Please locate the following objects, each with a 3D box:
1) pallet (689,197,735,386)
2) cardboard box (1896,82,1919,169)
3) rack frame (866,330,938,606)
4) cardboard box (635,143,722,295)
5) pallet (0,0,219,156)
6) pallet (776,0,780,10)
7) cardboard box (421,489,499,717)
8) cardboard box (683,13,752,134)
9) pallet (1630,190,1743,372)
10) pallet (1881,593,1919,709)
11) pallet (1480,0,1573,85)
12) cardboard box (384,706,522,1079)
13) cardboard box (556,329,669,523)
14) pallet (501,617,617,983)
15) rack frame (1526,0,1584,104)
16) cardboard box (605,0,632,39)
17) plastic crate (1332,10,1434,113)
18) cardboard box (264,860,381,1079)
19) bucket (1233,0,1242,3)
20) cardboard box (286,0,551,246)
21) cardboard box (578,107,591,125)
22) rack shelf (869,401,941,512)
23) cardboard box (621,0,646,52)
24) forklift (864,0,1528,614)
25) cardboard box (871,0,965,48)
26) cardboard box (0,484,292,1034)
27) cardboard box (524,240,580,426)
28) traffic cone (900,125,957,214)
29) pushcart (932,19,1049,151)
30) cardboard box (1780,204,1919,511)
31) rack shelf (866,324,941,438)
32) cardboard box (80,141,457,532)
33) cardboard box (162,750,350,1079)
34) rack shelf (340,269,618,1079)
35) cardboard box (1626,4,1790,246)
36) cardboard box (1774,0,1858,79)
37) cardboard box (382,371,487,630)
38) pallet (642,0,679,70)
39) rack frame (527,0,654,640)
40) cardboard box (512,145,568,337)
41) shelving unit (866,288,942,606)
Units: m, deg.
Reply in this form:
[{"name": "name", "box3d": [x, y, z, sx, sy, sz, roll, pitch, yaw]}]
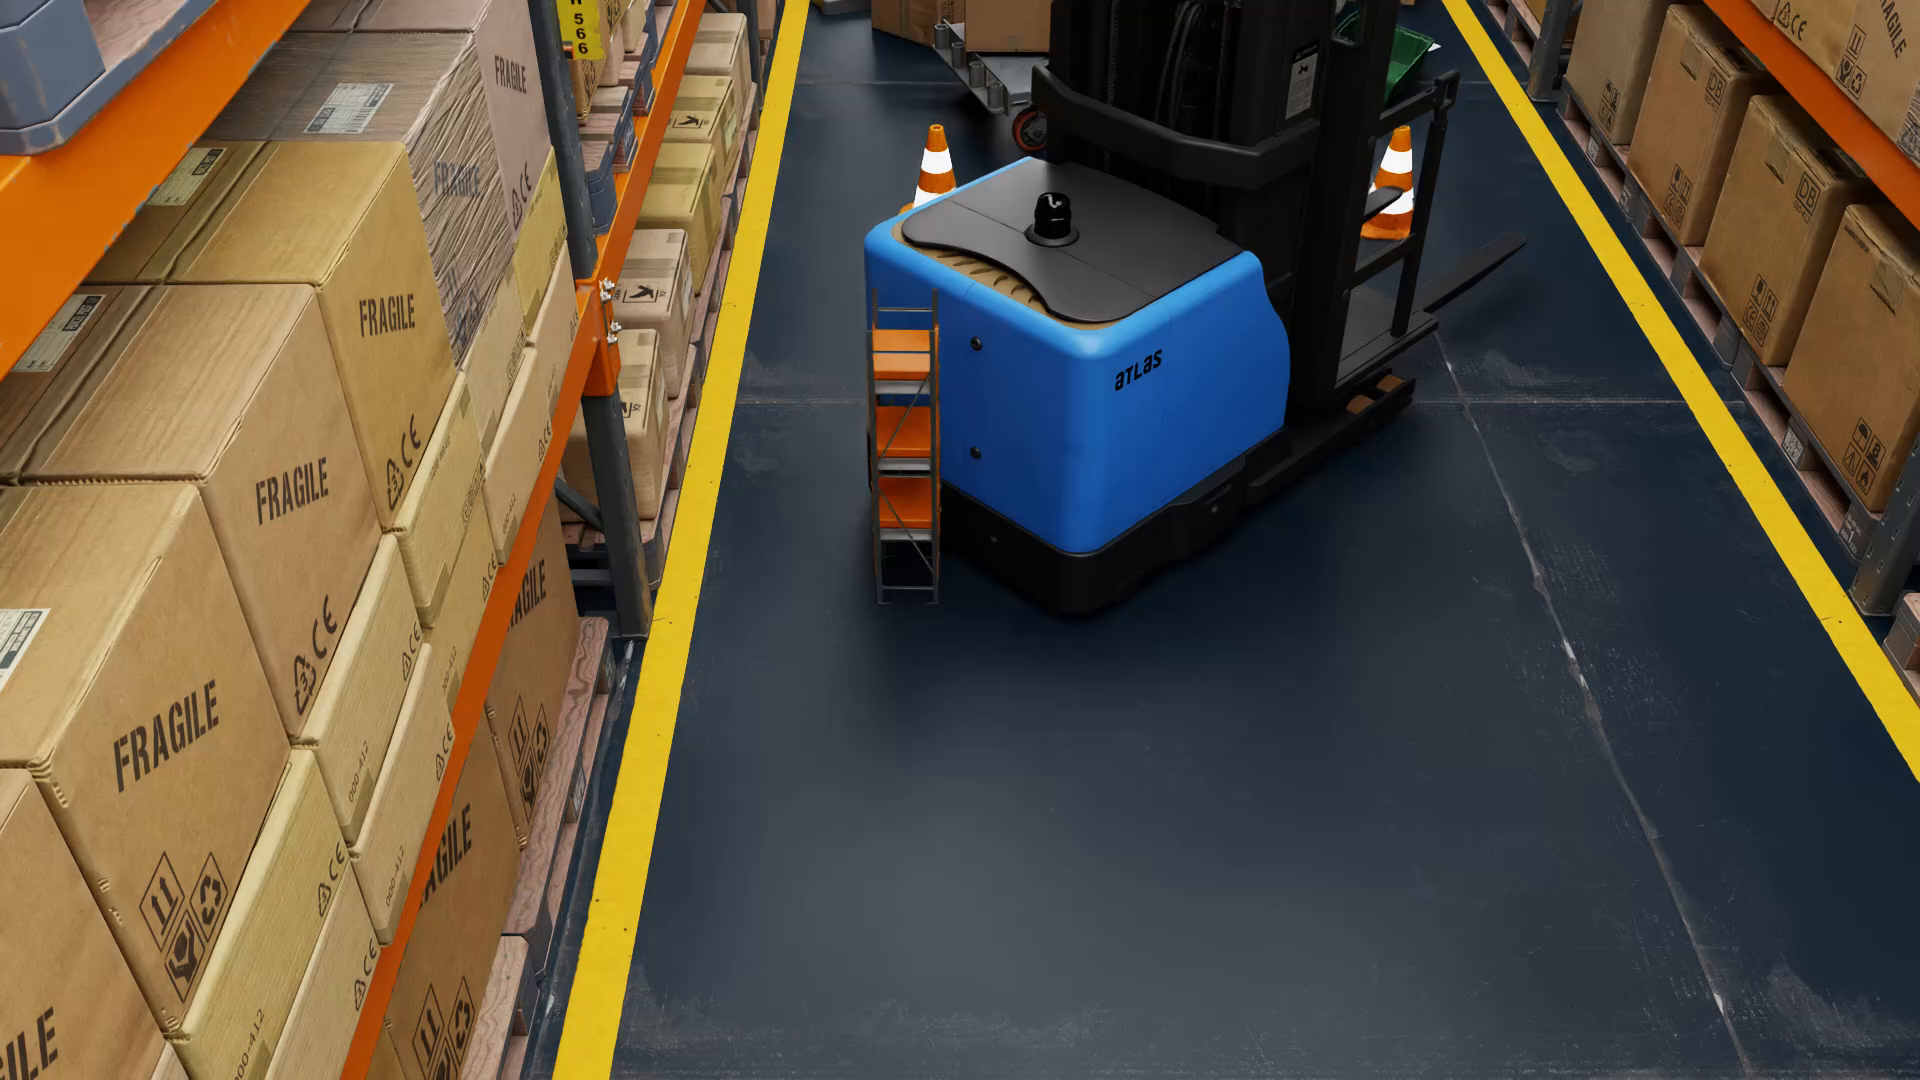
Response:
[{"name": "pallet", "box3d": [-1.500, -1.049, 6.890, 1.003, 0.211, 1.213, 0, 39, 0]}, {"name": "cardboard box", "box3d": [3.178, -1.274, 4.862, 0.500, 0.500, 0.500, 0, 39, 0]}, {"name": "rack frame", "box3d": [-0.172, -0.197, 5.156, 0.200, 1.050, 0.008, 1, 39, 1]}, {"name": "cardboard box", "box3d": [-1.497, -1.315, 6.757, 0.950, 0.372, 0.625, 1, 39, 1]}, {"name": "pallet", "box3d": [-1.444, -0.882, 2.204, 1.003, 0.211, 1.213, 2, 39, 2]}, {"name": "pallet", "box3d": [-1.547, -3.485, 9.930, 1.003, 0.211, 1.213, 0, 39, 0]}, {"name": "cardboard box", "box3d": [-1.241, 0.122, 3.319, 0.500, 0.250, 0.500, 0, 39, -1]}, {"name": "cardboard box", "box3d": [-1.504, -2.199, 7.861, 0.950, 0.372, 0.625, 0, 39, 1]}, {"name": "pallet", "box3d": [3.523, -1.120, 6.979, 1.003, 0.211, 1.213, 0, 39, 0]}, {"name": "pallet", "box3d": [3.447, 0.623, 4.804, 1.003, 0.211, 1.213, 0, 39, 0]}, {"name": "pallet", "box3d": [3.520, -2.843, 9.128, 1.003, 0.211, 1.213, 0, 39, 0]}, {"name": "cardboard box", "box3d": [-1.588, 0.768, 3.756, 0.875, 0.875, 0.875, 0, 39, 1]}, {"name": "cardboard box", "box3d": [-1.493, -0.379, 5.590, 0.950, 0.372, 0.625, -2, 39, -3]}, {"name": "pallet", "box3d": [-1.577, 0.694, 4.715, 1.003, 0.211, 1.213, 0, 39, 0]}, {"name": "rack frame", "box3d": [3.443, -3.455, 7.663, 1.000, 3.000, 0.127, 0, 39, 0]}, {"name": "cardboard box", "box3d": [-1.279, -1.814, 4.961, 0.500, 0.500, 0.500, 2, 39, 2]}, {"name": "plastic crate", "box3d": [2.133, -2.488, 8.659, 0.450, 0.188, 0.662, 27, 45, 16]}, {"name": "cardboard box", "box3d": [-1.221, 0.753, 2.531, 0.500, 0.250, 0.500, 0, 39, 0]}, {"name": "bucket", "box3d": [1.137, -2.854, 8.315, 0.726, 0.611, 0.620, 13, 50, 15]}, {"name": "cardboard box", "box3d": [-1.240, -0.993, 3.711, 0.500, 0.500, 0.500, -1, 39, -1]}, {"name": "cardboard box", "box3d": [-1.284, -1.333, 4.880, 0.380, 0.149, 0.250, -2, 39, -3]}, {"name": "rack shelf", "box3d": [-0.170, -0.265, 5.258, 0.215, 0.259, 0.240, 1, 39, 1]}, {"name": "cardboard box", "box3d": [-1.217, -1.676, 5.308, 0.380, 0.149, 0.250, 0, 39, 0]}, {"name": "forklift", "box3d": [1.077, -1.722, 5.555, 3.031, 2.935, 1.130, -32, 49, -33]}, {"name": "cardboard box", "box3d": [-0.148, -3.085, 9.198, 0.500, 0.500, 0.500, 28, 46, 30]}, {"name": "cardboard box", "box3d": [-1.237, 0.278, 2.125, 0.500, 0.500, 0.500, -1, 39, -1]}, {"name": "cardboard box", "box3d": [-1.242, -0.513, 4.111, 0.500, 0.250, 0.500, -1, 39, -2]}, {"name": "traffic cone", "box3d": [-0.106, -1.624, 7.407, 0.336, 0.463, 0.334, 0, 39, 0]}, {"name": "pushcart", "box3d": [0.773, -2.398, 8.441, 1.648, 0.377, 0.936, -13, 40, -16]}, {"name": "cardboard box", "box3d": [3.537, -0.621, 5.589, 1.050, 0.750, 0.750, -1, 39, -1]}, {"name": "rack shelf", "box3d": [-0.170, -0.486, 5.080, 0.215, 0.259, 0.240, 1, 39, 1]}, {"name": "cardboard box", "box3d": [-1.237, -0.362, 2.923, 0.500, 0.500, 0.500, 0, 39, 0]}, {"name": "cardboard box", "box3d": [-1.219, 0.561, 2.372, 0.500, 0.250, 0.500, 0, 39, 1]}, {"name": "rack shelf", "box3d": [-1.500, 0.644, 3.123, 1.077, 0.370, 4.000, 0, 39, 0]}, {"name": "cardboard box", "box3d": [3.531, -1.750, 6.998, 1.050, 0.750, 0.750, 0, 39, 0]}, {"name": "cardboard box", "box3d": [3.179, -1.899, 5.641, 0.500, 0.500, 0.500, -1, 39, -1]}, {"name": "cardboard box", "box3d": [-1.222, -0.080, 3.172, 0.500, 0.250, 0.500, -1, 39, -1]}, {"name": "pallet", "box3d": [-1.546, -2.050, 6.063, 1.003, 0.211, 1.213, 0, 39, 0]}, {"name": "rack frame", "box3d": [-1.502, -0.887, 4.458, 1.000, 3.000, 0.127, 0, 39, 0]}, {"name": "cardboard box", "box3d": [-1.248, -0.721, 3.971, 0.500, 0.250, 0.500, 0, 39, 0]}, {"name": "shelving unit", "box3d": [-0.170, -0.273, 5.251, 0.215, 1.050, 0.252, 1, 39, 1]}]
